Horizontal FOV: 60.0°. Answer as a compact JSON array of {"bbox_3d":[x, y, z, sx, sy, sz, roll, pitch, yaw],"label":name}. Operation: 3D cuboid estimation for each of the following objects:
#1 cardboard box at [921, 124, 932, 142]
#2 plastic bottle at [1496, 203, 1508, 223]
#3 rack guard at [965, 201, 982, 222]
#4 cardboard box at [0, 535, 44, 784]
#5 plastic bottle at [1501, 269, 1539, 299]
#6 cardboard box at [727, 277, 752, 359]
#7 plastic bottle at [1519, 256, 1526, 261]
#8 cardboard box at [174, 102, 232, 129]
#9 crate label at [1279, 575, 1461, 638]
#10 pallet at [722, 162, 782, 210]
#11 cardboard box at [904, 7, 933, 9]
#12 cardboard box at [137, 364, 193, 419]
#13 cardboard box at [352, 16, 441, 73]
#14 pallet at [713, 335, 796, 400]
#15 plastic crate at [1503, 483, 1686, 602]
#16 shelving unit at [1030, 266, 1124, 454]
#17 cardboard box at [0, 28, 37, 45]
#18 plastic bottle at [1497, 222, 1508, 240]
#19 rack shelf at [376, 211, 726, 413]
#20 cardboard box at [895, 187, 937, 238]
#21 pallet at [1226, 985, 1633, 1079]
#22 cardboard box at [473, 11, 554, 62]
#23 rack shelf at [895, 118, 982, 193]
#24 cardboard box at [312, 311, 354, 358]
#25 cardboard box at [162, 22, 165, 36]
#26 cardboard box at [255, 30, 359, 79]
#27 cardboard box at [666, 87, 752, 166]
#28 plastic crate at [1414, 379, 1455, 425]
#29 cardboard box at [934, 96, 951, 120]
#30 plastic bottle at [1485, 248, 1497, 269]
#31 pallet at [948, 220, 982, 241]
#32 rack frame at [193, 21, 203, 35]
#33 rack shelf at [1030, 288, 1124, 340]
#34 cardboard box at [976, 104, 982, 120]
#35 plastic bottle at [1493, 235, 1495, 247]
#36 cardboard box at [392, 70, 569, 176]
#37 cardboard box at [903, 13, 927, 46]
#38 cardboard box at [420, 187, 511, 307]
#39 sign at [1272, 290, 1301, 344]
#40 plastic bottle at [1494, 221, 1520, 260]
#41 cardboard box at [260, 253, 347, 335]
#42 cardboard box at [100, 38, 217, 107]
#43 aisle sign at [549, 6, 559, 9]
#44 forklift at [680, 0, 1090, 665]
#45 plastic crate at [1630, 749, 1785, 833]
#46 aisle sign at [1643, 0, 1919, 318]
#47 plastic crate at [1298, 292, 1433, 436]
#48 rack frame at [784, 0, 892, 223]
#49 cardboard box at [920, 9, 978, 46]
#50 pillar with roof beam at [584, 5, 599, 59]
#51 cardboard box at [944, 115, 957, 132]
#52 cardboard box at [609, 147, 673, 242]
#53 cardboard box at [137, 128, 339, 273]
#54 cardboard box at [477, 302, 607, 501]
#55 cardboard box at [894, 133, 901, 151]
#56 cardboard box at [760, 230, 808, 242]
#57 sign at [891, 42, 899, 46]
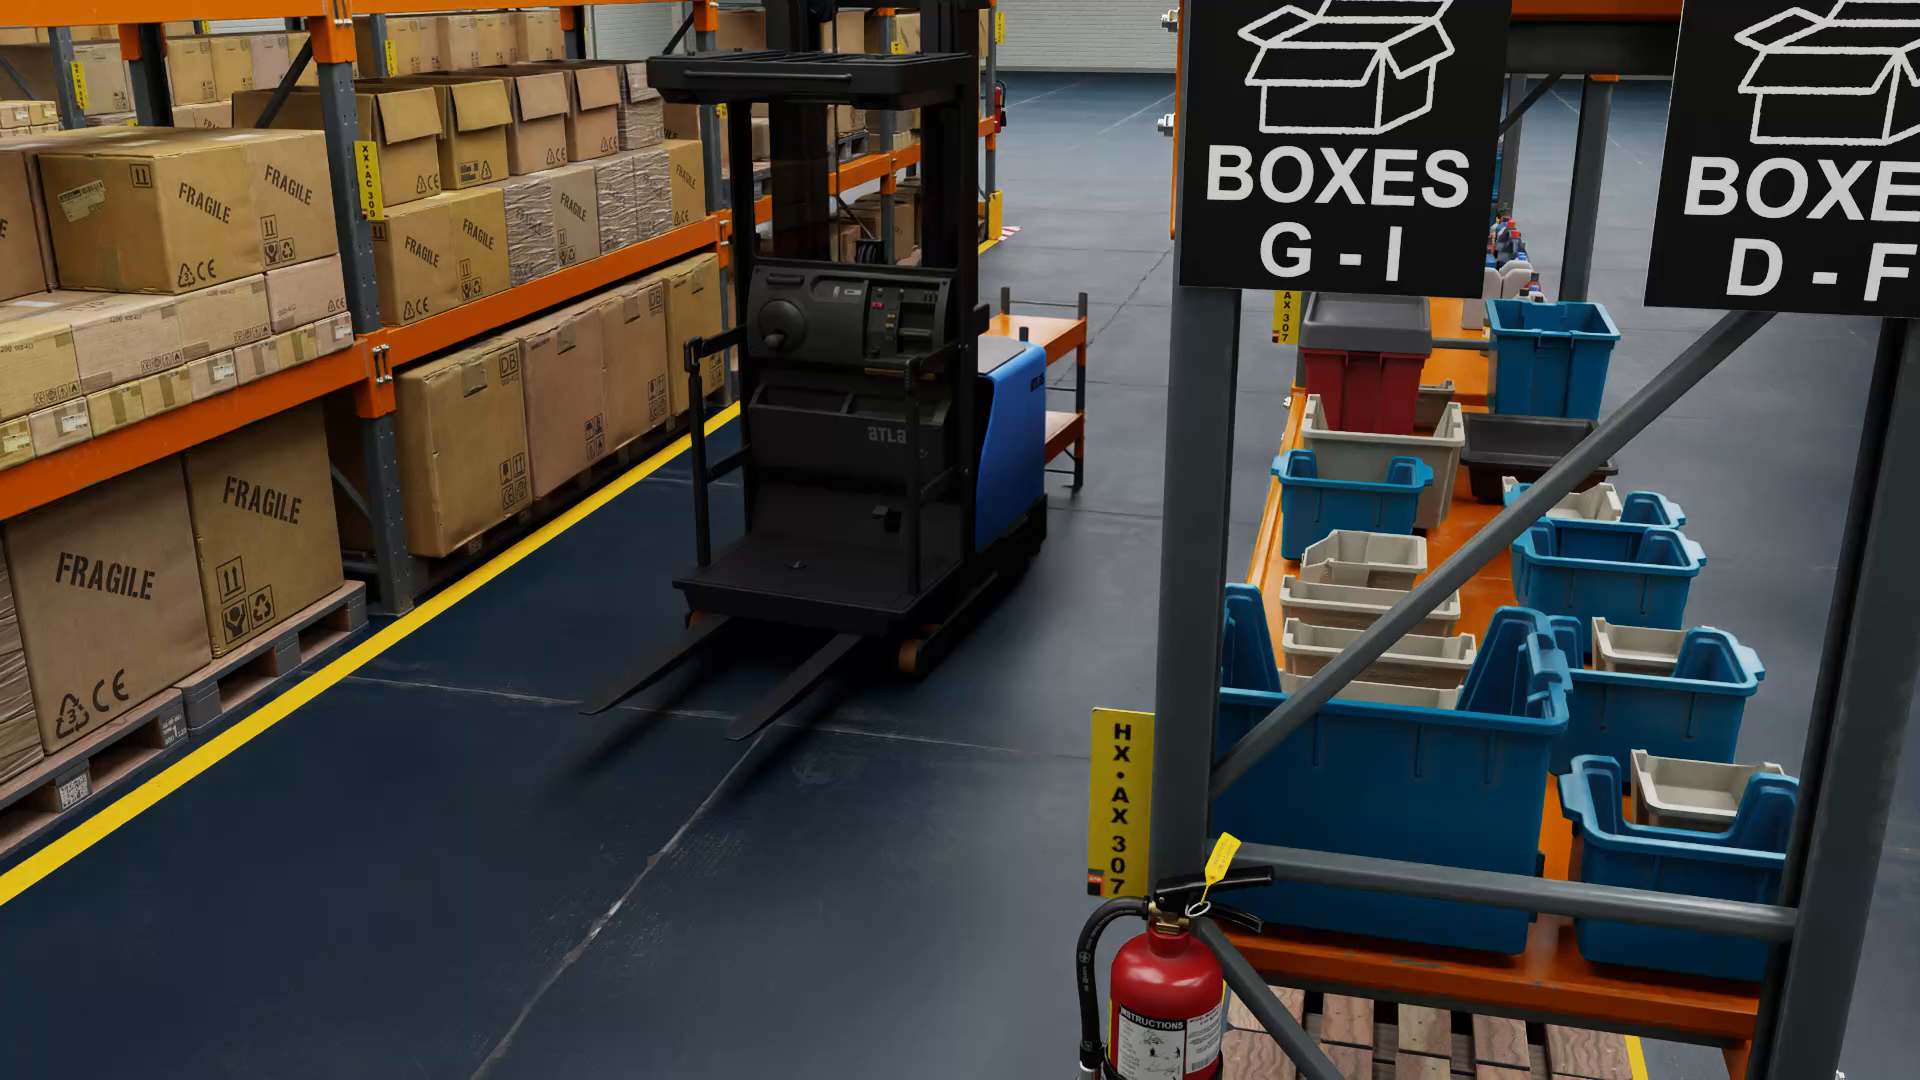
[{"bbox_3d":[-0.478,-3.859,15.734,0.380,0.149,0.250,5,19,13],"label":"cardboard box"},{"bbox_3d":[3.058,-1.762,9.386,0.061,0.283,0.133,5,19,13],"label":"plastic bottle"},{"bbox_3d":[-0.124,-3.669,18.657,1.175,0.500,0.348,5,19,13],"label":"rack guard"},{"bbox_3d":[-3.713,0.453,5.357,0.875,0.875,0.875,5,19,13],"label":"cardboard box"},{"bbox_3d":[2.474,-1.070,7.372,0.152,0.276,0.135,5,19,13],"label":"plastic bottle"},{"bbox_3d":[-1.916,-1.606,11.934,0.700,0.500,0.500,4,19,10],"label":"cardboard box"},{"bbox_3d":[2.586,-1.175,7.686,0.097,0.271,0.097,0,19,0],"label":"plastic bottle"},{"bbox_3d":[-6.228,-3.276,13.485,0.500,0.500,0.500,5,19,13],"label":"cardboard box"},{"bbox_3d":[0.941,0.177,3.842,0.396,0.136,0.243,5,19,13],"label":"crate label"},{"bbox_3d":[-1.989,-2.510,11.691,1.213,0.211,1.003,5,19,13],"label":"pallet"},{"bbox_3d":[-0.504,-5.387,17.655,0.500,0.500,0.500,5,19,13],"label":"cardboard box"},{"bbox_3d":[-3.045,-0.552,6.052,0.380,0.149,0.250,5,19,14],"label":"cardboard box"},{"bbox_3d":[-5.722,-4.922,16.555,0.875,0.550,0.550,5,19,13],"label":"cardboard box"},{"bbox_3d":[-1.868,-1.294,12.149,1.003,0.211,1.213,5,19,13],"label":"pallet"},{"bbox_3d":[1.563,0.023,4.147,0.416,0.233,0.300,5,19,13],"label":"plastic crate"},{"bbox_3d":[0.553,-0.939,9.697,0.538,1.125,1.048,7,20,20],"label":"shelving unit"},{"bbox_3d":[-10.229,-5.345,17.535,0.700,0.500,0.500,5,19,14],"label":"cardboard box"},{"bbox_3d":[2.860,-1.527,8.717,0.097,0.271,0.097,0,19,0],"label":"plastic bottle"},{"bbox_3d":[-2.549,-1.401,9.263,1.077,0.370,4.000,5,19,13],"label":"rack shelf"},{"bbox_3d":[-0.558,-3.313,16.963,0.500,0.500,0.500,7,20,18],"label":"cardboard box"},{"bbox_3d":[1.328,1.213,4.810,1.003,0.211,1.213,5,19,13],"label":"pallet"},{"bbox_3d":[-5.063,-5.589,18.506,0.875,0.550,0.550,5,19,13],"label":"cardboard box"},{"bbox_3d":[-0.594,-3.909,16.604,1.077,0.370,4.000,5,19,13],"label":"rack shelf"},{"bbox_3d":[-2.794,-0.875,6.996,0.380,0.149,0.250,5,19,14],"label":"cardboard box"},{"bbox_3d":[-9.759,-5.985,19.406,0.700,0.500,0.500,5,19,14],"label":"cardboard box"},{"bbox_3d":[-5.983,-4.410,15.257,0.700,0.500,0.500,4,19,12],"label":"cardboard box"},{"bbox_3d":[-1.927,-2.970,11.938,0.700,0.500,0.500,8,20,21],"label":"cardboard box"},{"bbox_3d":[1.513,-0.493,5.805,0.396,0.136,0.243,5,19,13],"label":"plastic crate"},{"bbox_3d":[-0.570,-4.419,16.369,0.875,0.500,0.500,5,19,13],"label":"cardboard box"},{"bbox_3d":[2.494,-1.247,7.898,0.097,0.271,0.097,0,19,0],"label":"plastic bottle"},{"bbox_3d":[-0.357,-3.281,17.967,1.003,0.211,1.213,5,19,13],"label":"pallet"},{"bbox_3d":[-9.715,-5.659,20.614,1.000,3.000,0.127,5,19,13],"label":"rack frame"},{"bbox_3d":[0.553,-1.216,9.602,0.538,0.278,1.000,7,20,20],"label":"rack shelf"},{"bbox_3d":[0.025,-4.652,18.054,0.380,0.149,0.250,5,19,13],"label":"cardboard box"},{"bbox_3d":[2.932,-1.586,8.996,0.097,0.201,0.097,0,19,0],"label":"plastic bottle"},{"bbox_3d":[-2.574,-2.248,8.922,0.797,0.503,0.637,5,20,15],"label":"cardboard box"},{"bbox_3d":[-0.605,-4.561,15.240,0.500,0.500,0.500,5,19,13],"label":"cardboard box"},{"bbox_3d":[-2.560,-1.444,8.121,0.500,0.500,0.500,5,19,13],"label":"cardboard box"},{"bbox_3d":[1.233,-0.899,6.250,0.100,0.325,0.005,5,19,13],"label":"sign"},{"bbox_3d":[2.699,-1.389,8.190,0.144,0.351,0.185,5,19,13],"label":"plastic bottle"},{"bbox_3d":[-2.891,-1.026,6.822,0.500,0.250,0.500,4,19,12],"label":"cardboard box"},{"bbox_3d":[-6.480,-3.772,13.389,0.700,0.500,0.500,4,19,13],"label":"cardboard box"},{"bbox_3d":[-4.582,-6.528,19.138,0.394,0.787,0.004,5,19,13],"label":"aisle sign"},{"bbox_3d":[-0.294,-1.183,7.618,1.130,2.935,3.031,7,20,20],"label":"forklift"},{"bbox_3d":[1.327,0.481,2.954,0.250,0.136,0.298,5,19,13],"label":"plastic crate"},{"bbox_3d":[1.059,-0.654,1.941,0.394,0.787,0.004,5,19,13],"label":"aisle sign"},{"bbox_3d":[1.304,-0.522,5.385,0.402,0.464,0.583,5,19,13],"label":"plastic crate"},{"bbox_3d":[-1.083,-3.622,14.652,1.000,3.000,0.127,5,19,13],"label":"rack frame"},{"bbox_3d":[-0.117,-5.188,17.075,0.500,0.500,0.500,5,19,13],"label":"cardboard box"},{"bbox_3d":[-5.535,-15.924,41.386,9.100,9.000,0.400,5,19,13],"label":"pillar with roof beam"},{"bbox_3d":[-0.239,-4.173,16.654,0.380,0.149,0.250,5,19,13],"label":"cardboard box"},{"bbox_3d":[-2.068,-2.086,9.999,0.500,0.500,0.500,4,19,13],"label":"cardboard box"},{"bbox_3d":[-2.890,-1.374,6.683,0.500,0.500,0.500,5,20,15],"label":"cardboard box"},{"bbox_3d":[-2.683,-0.791,8.999,1.225,0.875,0.875,4,19,11],"label":"cardboard box"},{"bbox_3d":[-0.738,-3.547,14.821,0.380,0.149,0.250,5,19,13],"label":"cardboard box"},{"bbox_3d":[-1.388,-2.309,13.994,0.700,0.500,0.500,5,19,13],"label":"cardboard box"},{"bbox_3d":[-0.544,-4.128,14.340,0.100,0.325,0.005,5,19,13],"label":"sign"}]
